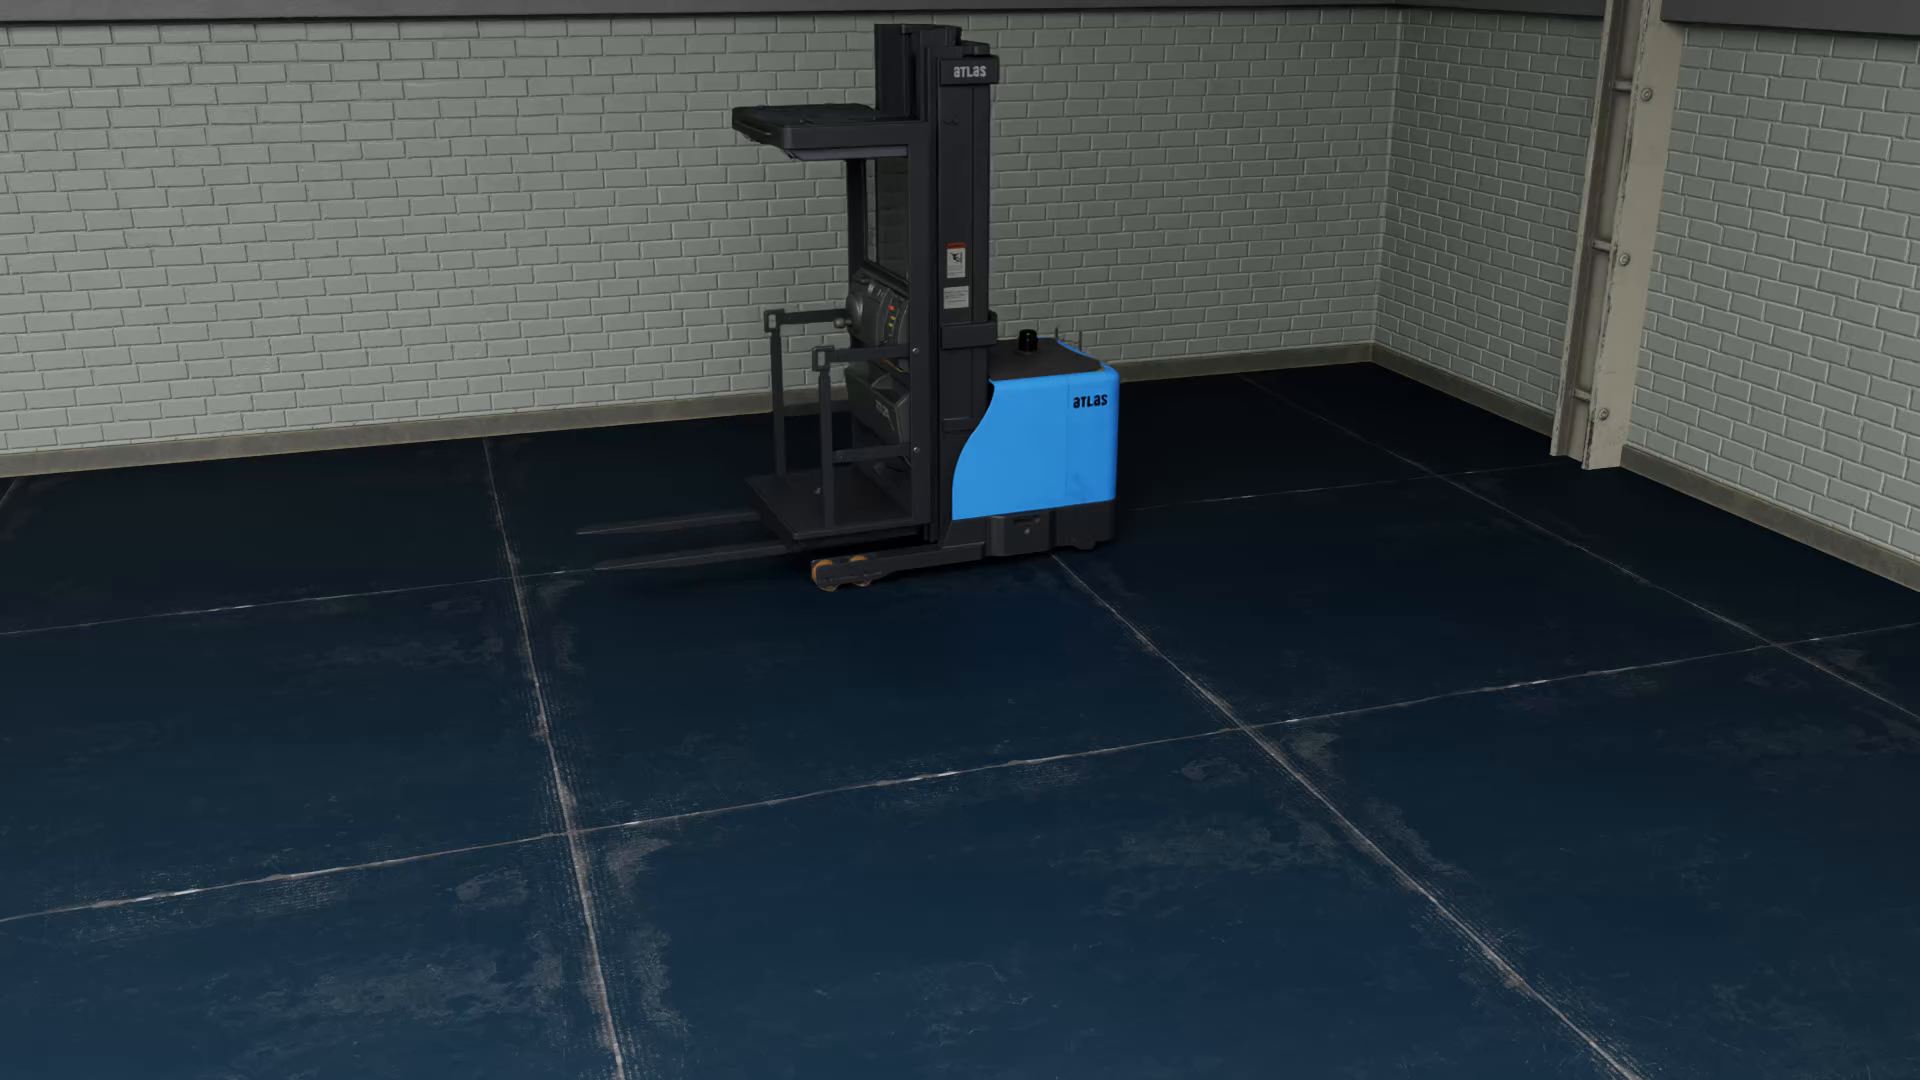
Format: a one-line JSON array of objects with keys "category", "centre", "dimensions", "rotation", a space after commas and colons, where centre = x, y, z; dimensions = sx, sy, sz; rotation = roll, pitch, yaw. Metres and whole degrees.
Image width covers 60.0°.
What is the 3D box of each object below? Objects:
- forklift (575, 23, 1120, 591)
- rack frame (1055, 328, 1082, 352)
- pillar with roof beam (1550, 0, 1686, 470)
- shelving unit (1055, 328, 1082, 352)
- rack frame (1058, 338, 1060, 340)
[{"category": "forklift", "centre": [-0.646, -1.303, 9.208], "dimensions": [3.031, 2.935, 1.130], "rotation": [-7, 21, -20]}, {"category": "rack frame", "centre": [0.686, -0.834, 10.686], "dimensions": [0.200, 1.050, 0.008], "rotation": [15, 24, 35]}, {"category": "pillar with roof beam", "centre": [0.227, -4.332, 8.664], "dimensions": [9.100, 9.000, 0.400], "rotation": [-6, 21, -17]}, {"category": "shelving unit", "centre": [0.612, -0.802, 10.595], "dimensions": [0.215, 1.050, 0.252], "rotation": [15, 24, 35]}, {"category": "rack frame", "centre": [0.537, -0.769, 10.504], "dimensions": [0.200, 1.050, 0.008], "rotation": [15, 24, 35]}]
